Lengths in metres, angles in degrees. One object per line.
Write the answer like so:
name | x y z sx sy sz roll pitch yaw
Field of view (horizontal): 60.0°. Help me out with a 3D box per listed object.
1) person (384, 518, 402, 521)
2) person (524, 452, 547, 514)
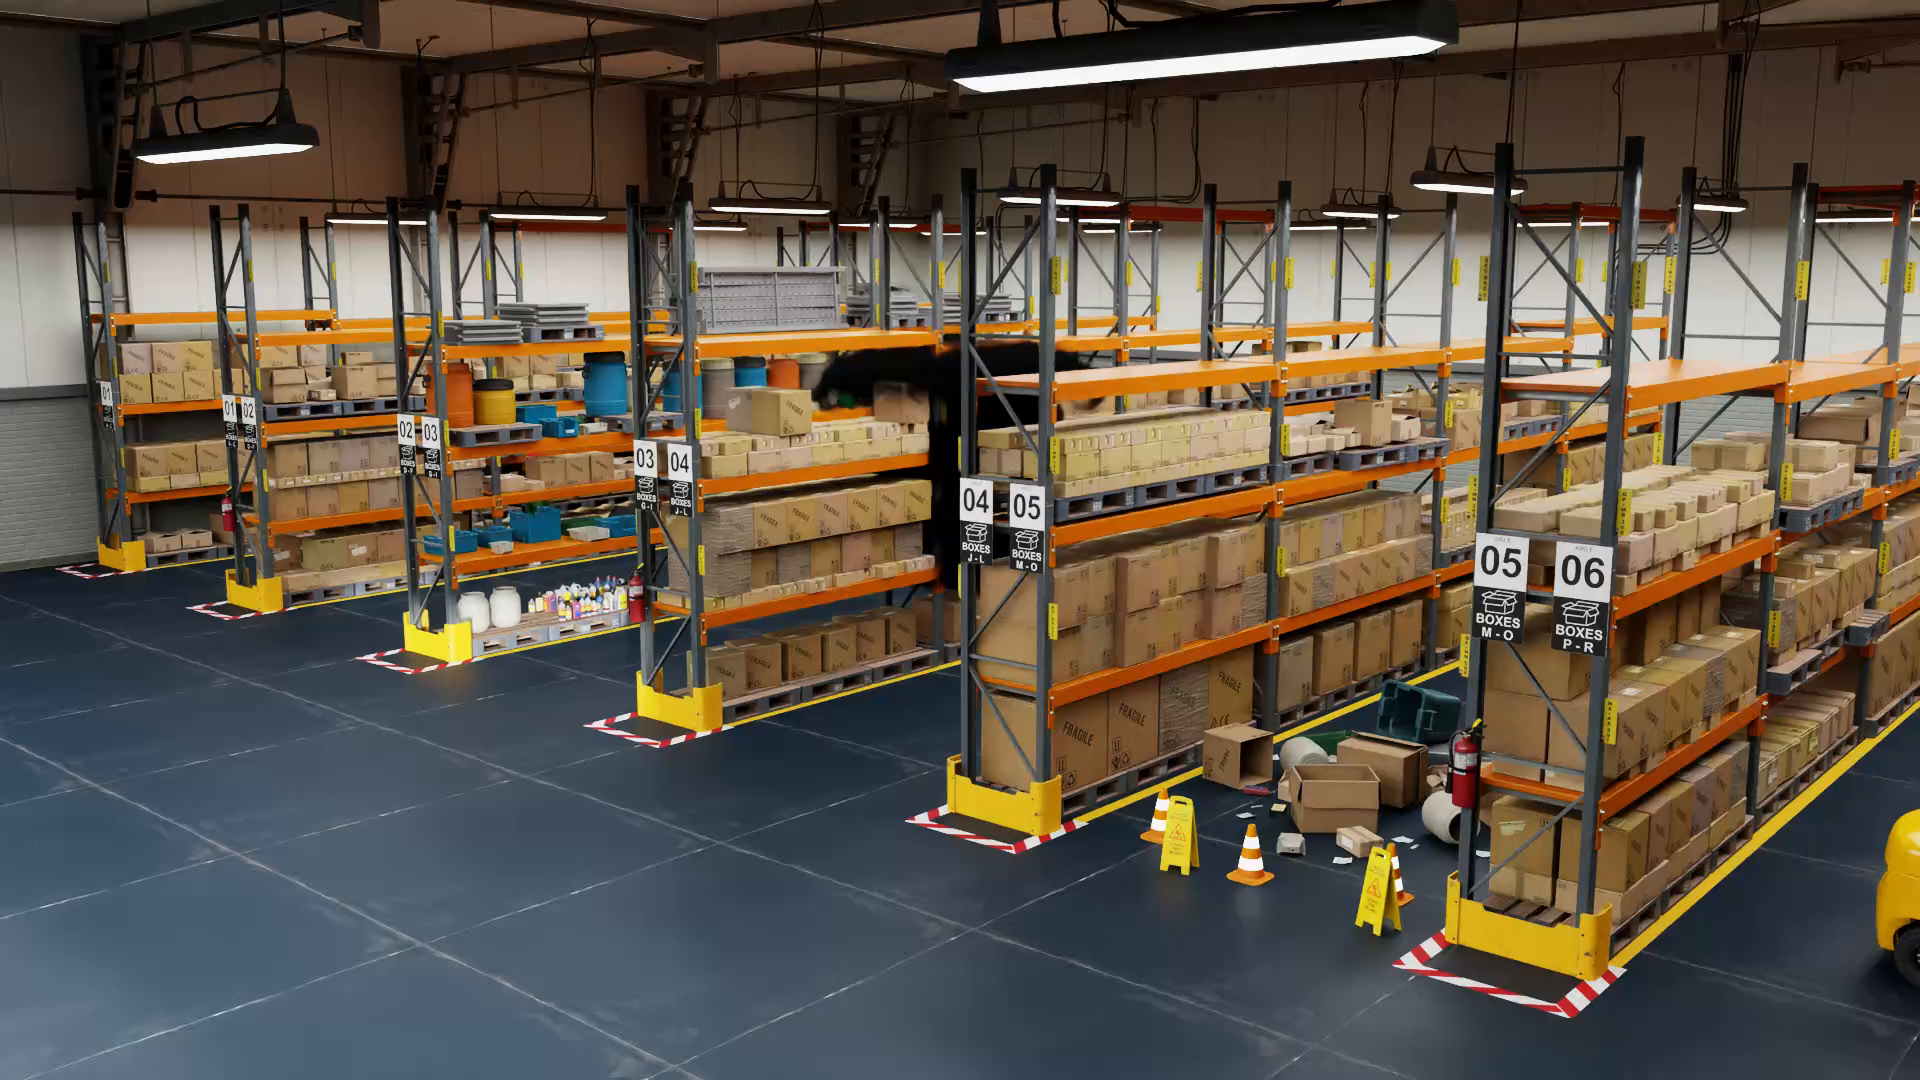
person | -9.901 -0.477 29.154 0.710 1.734 1.051 4 10 24
person | -7.894 -0.850 31.218 0.671 1.714 0.708 4 10 24
